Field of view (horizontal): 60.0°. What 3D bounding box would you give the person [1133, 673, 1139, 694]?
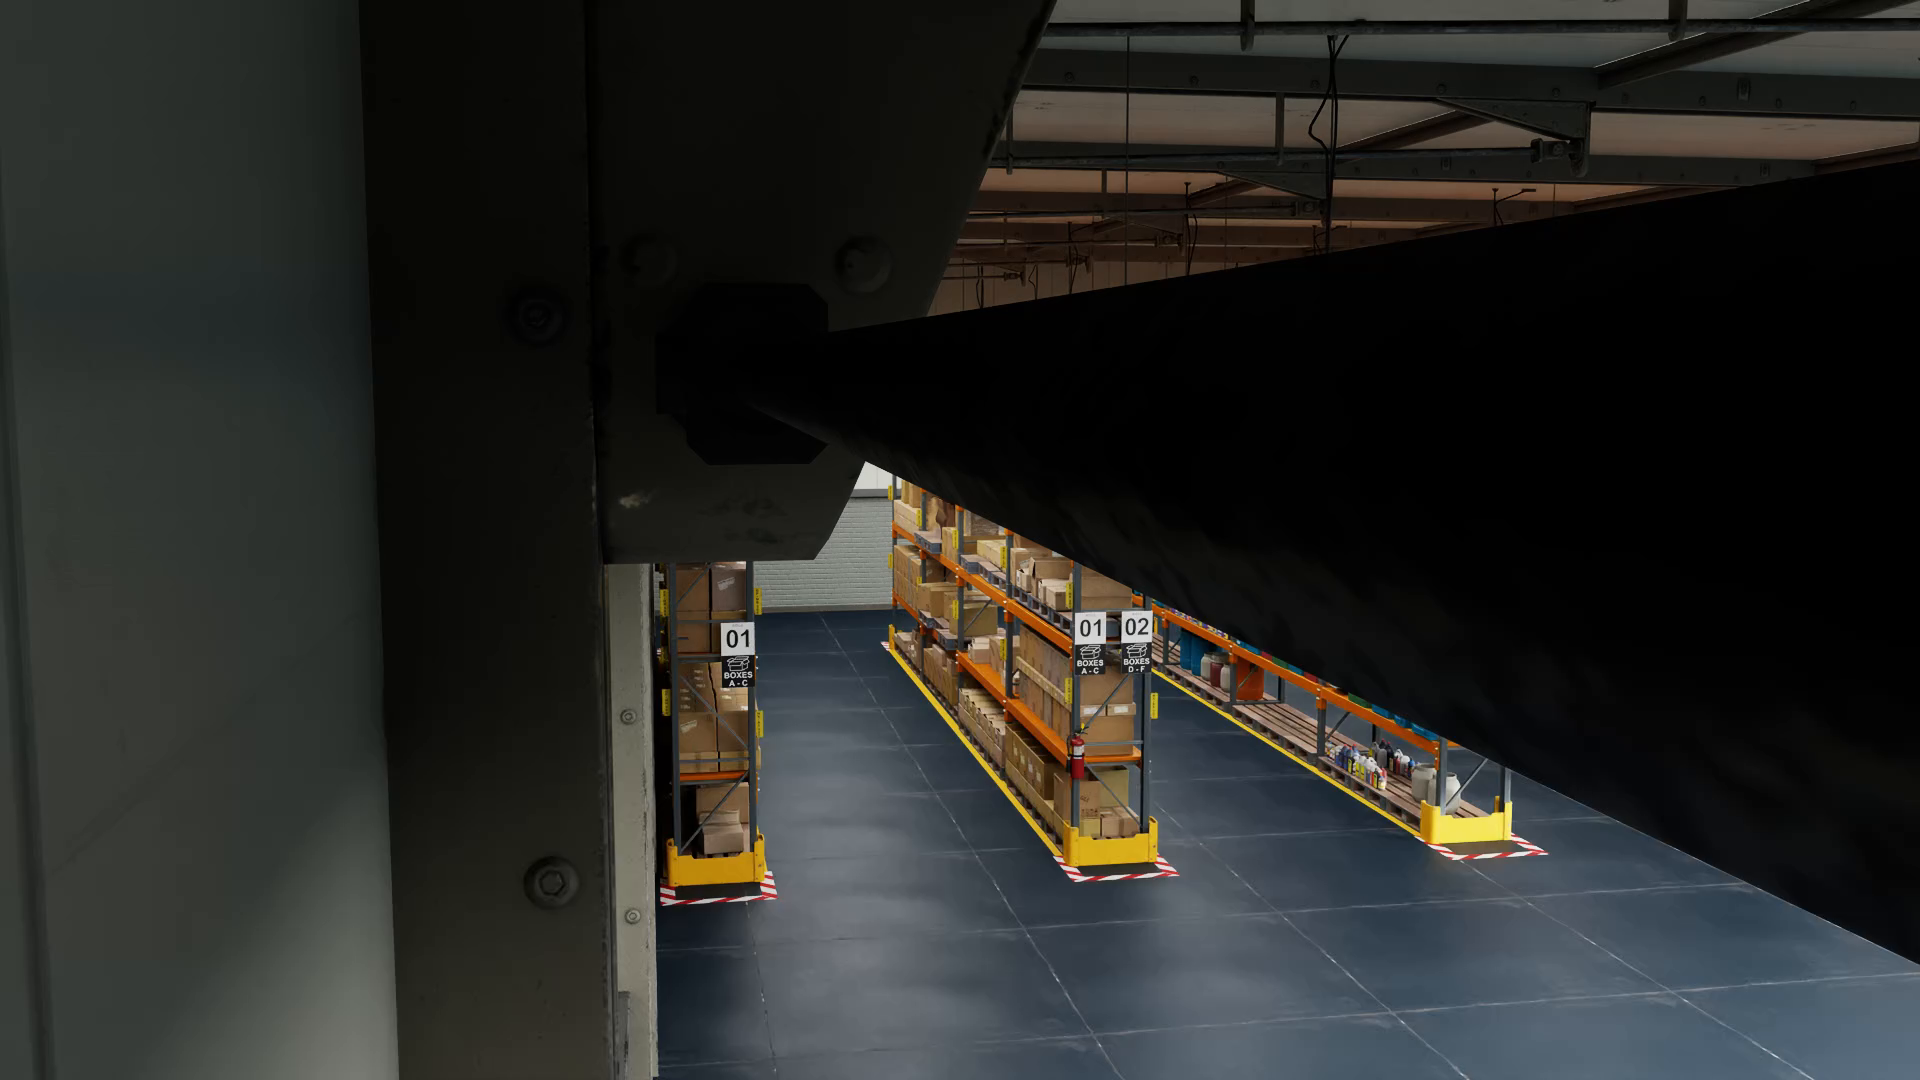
[{"bbox_3d":[3.283,2.132,31.356,0.580,1.658,0.638,0,6,-3],"label":"person"}]
